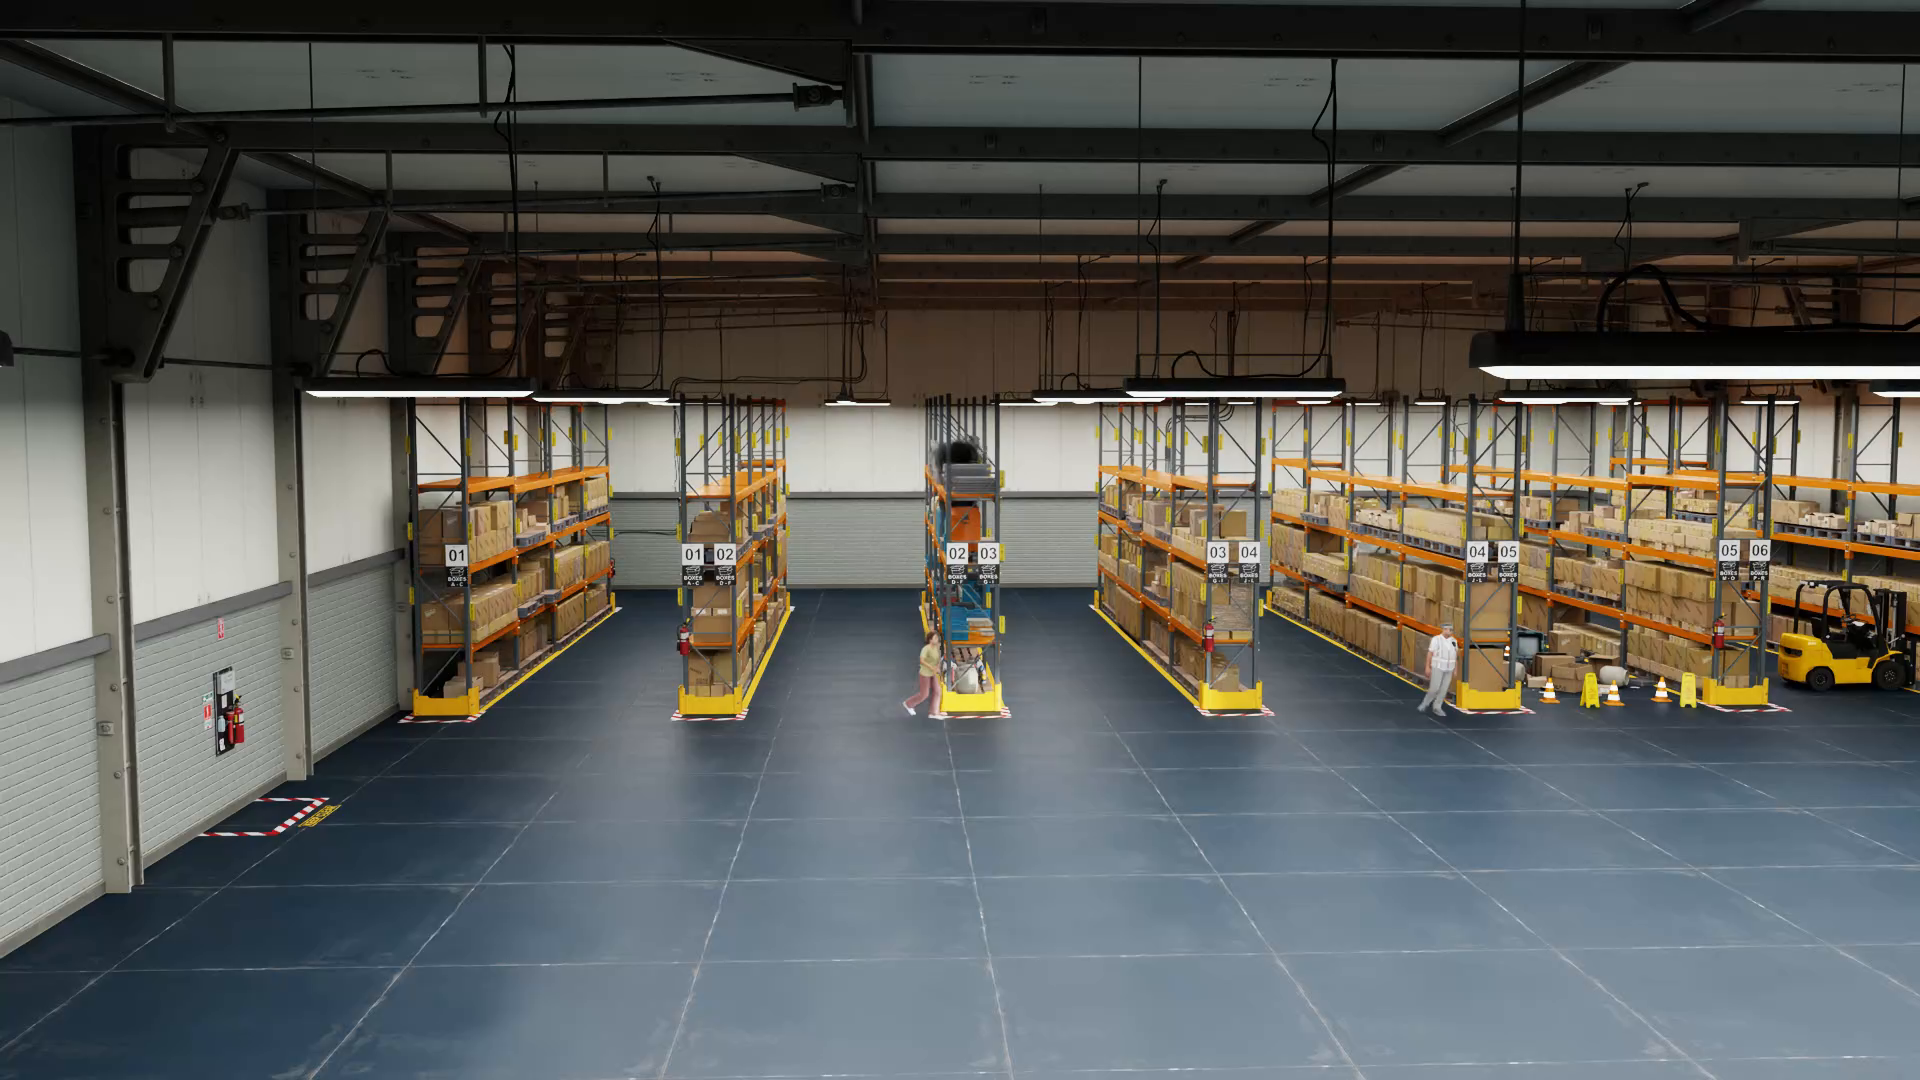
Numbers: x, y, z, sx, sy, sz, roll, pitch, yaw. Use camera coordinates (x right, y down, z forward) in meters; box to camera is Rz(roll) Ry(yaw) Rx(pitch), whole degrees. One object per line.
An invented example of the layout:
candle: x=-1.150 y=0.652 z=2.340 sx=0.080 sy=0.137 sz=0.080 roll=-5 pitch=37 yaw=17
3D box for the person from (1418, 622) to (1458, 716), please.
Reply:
person: x=8.945 y=2.408 z=31.095 sx=0.701 sy=1.770 sz=0.516 roll=-1 pitch=5 yaw=-15

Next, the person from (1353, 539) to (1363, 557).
person: x=12.099 y=0.824 z=50.894 sx=0.797 sy=1.784 sz=0.573 roll=-3 pitch=6 yaw=-35

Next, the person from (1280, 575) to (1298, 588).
person: x=9.794 y=1.011 z=48.812 sx=0.692 sy=1.794 sz=0.630 roll=-1 pitch=5 yaw=-12

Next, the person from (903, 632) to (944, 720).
person: x=-0.667 y=2.503 z=30.711 sx=0.841 sy=1.604 sz=0.571 roll=3 pitch=5 yaw=31
